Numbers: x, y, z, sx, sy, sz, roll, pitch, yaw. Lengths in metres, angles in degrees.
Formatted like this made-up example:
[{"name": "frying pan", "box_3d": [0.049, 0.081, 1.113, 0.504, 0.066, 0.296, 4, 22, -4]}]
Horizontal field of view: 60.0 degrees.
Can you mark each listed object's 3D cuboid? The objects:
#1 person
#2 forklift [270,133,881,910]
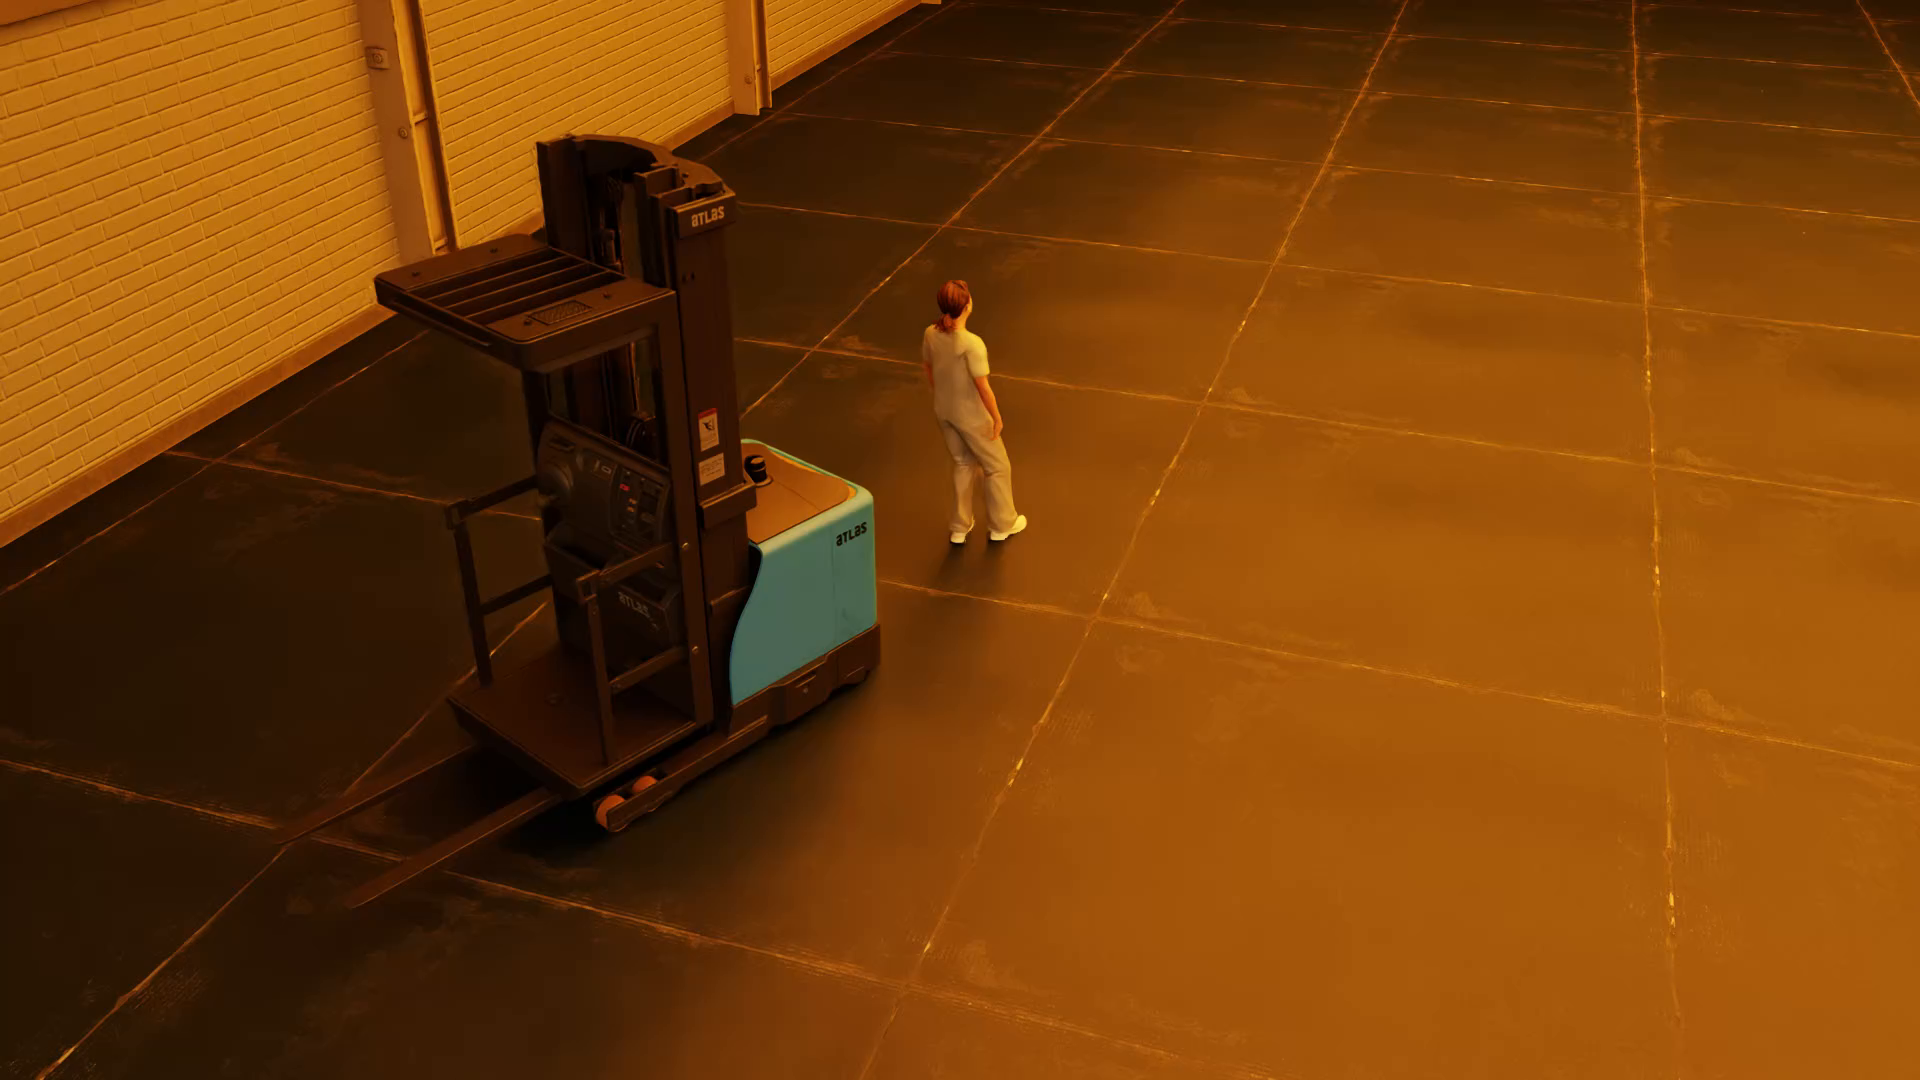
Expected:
[{"name": "person", "box_3d": [0.086, -0.769, 9.778, 0.604, 1.665, 0.549, -26, 39, -38]}, {"name": "forklift", "box_3d": [-1.781, -0.204, 7.495, 1.130, 2.935, 3.031, 24, 38, 36]}]
